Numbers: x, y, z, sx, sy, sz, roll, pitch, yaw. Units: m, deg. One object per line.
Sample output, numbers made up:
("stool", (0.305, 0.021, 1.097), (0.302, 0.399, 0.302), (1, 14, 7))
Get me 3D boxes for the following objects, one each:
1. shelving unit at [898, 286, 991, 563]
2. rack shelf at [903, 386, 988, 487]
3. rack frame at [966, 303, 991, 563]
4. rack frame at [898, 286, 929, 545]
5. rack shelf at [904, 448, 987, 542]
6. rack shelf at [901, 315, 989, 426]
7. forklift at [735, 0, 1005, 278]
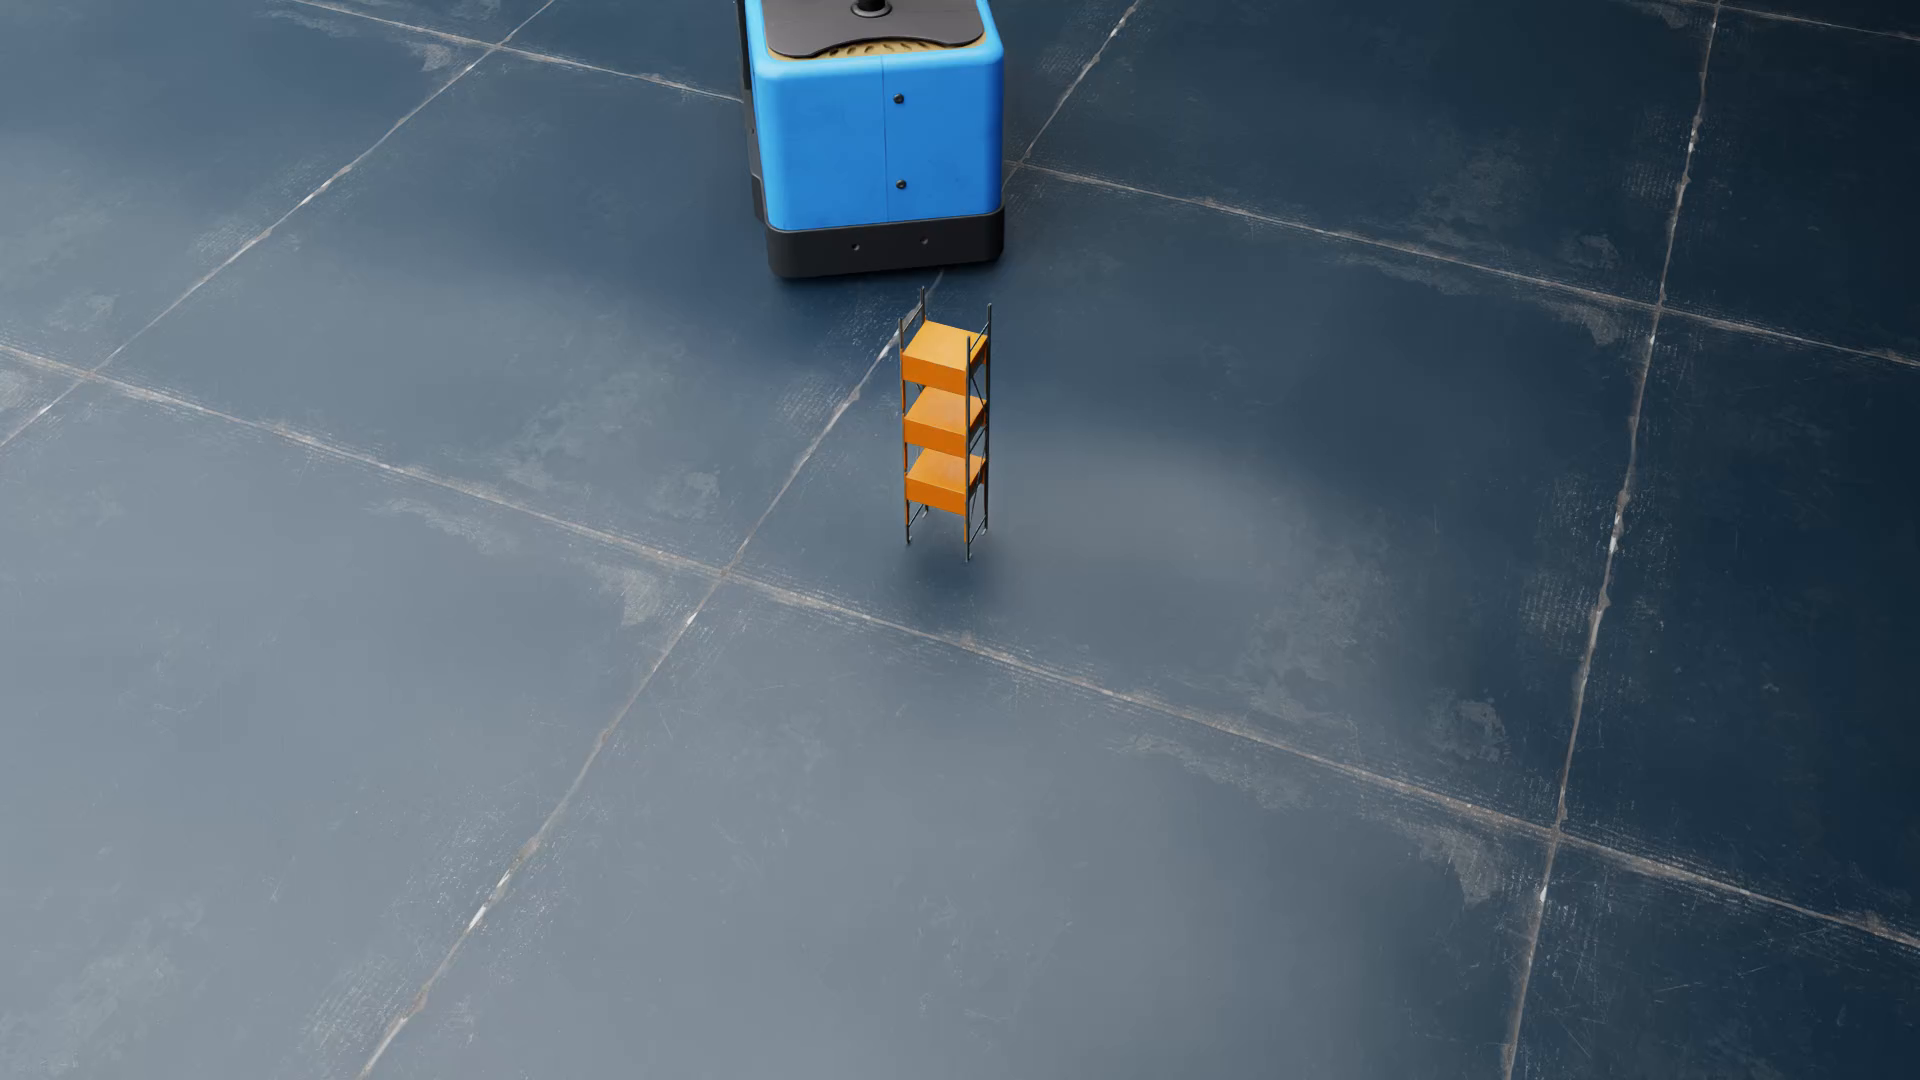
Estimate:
("shelving unit", (-0.049, -0.387, 5.894), (0.252, 1.050, 0.215), (16, 47, 16))
("rack shelf", (-0.049, -0.379, 5.902), (0.240, 0.259, 0.215), (16, 47, 16))
("rack frame", (0.063, -0.354, 5.861), (0.008, 1.050, 0.200), (16, 47, 16))
("rack frame", (-0.162, -0.420, 5.928), (0.008, 1.050, 0.200), (16, 47, 16))
("rack shelf", (-0.049, -0.182, 6.098), (0.240, 0.259, 0.215), (16, 47, 16))
("rack shelf", (-0.049, -0.580, 5.702), (0.240, 0.259, 0.215), (16, 47, 16))
("forklift", (-0.538, -3.238, 7.426), (1.130, 2.935, 3.031), (-6, 45, -6))
